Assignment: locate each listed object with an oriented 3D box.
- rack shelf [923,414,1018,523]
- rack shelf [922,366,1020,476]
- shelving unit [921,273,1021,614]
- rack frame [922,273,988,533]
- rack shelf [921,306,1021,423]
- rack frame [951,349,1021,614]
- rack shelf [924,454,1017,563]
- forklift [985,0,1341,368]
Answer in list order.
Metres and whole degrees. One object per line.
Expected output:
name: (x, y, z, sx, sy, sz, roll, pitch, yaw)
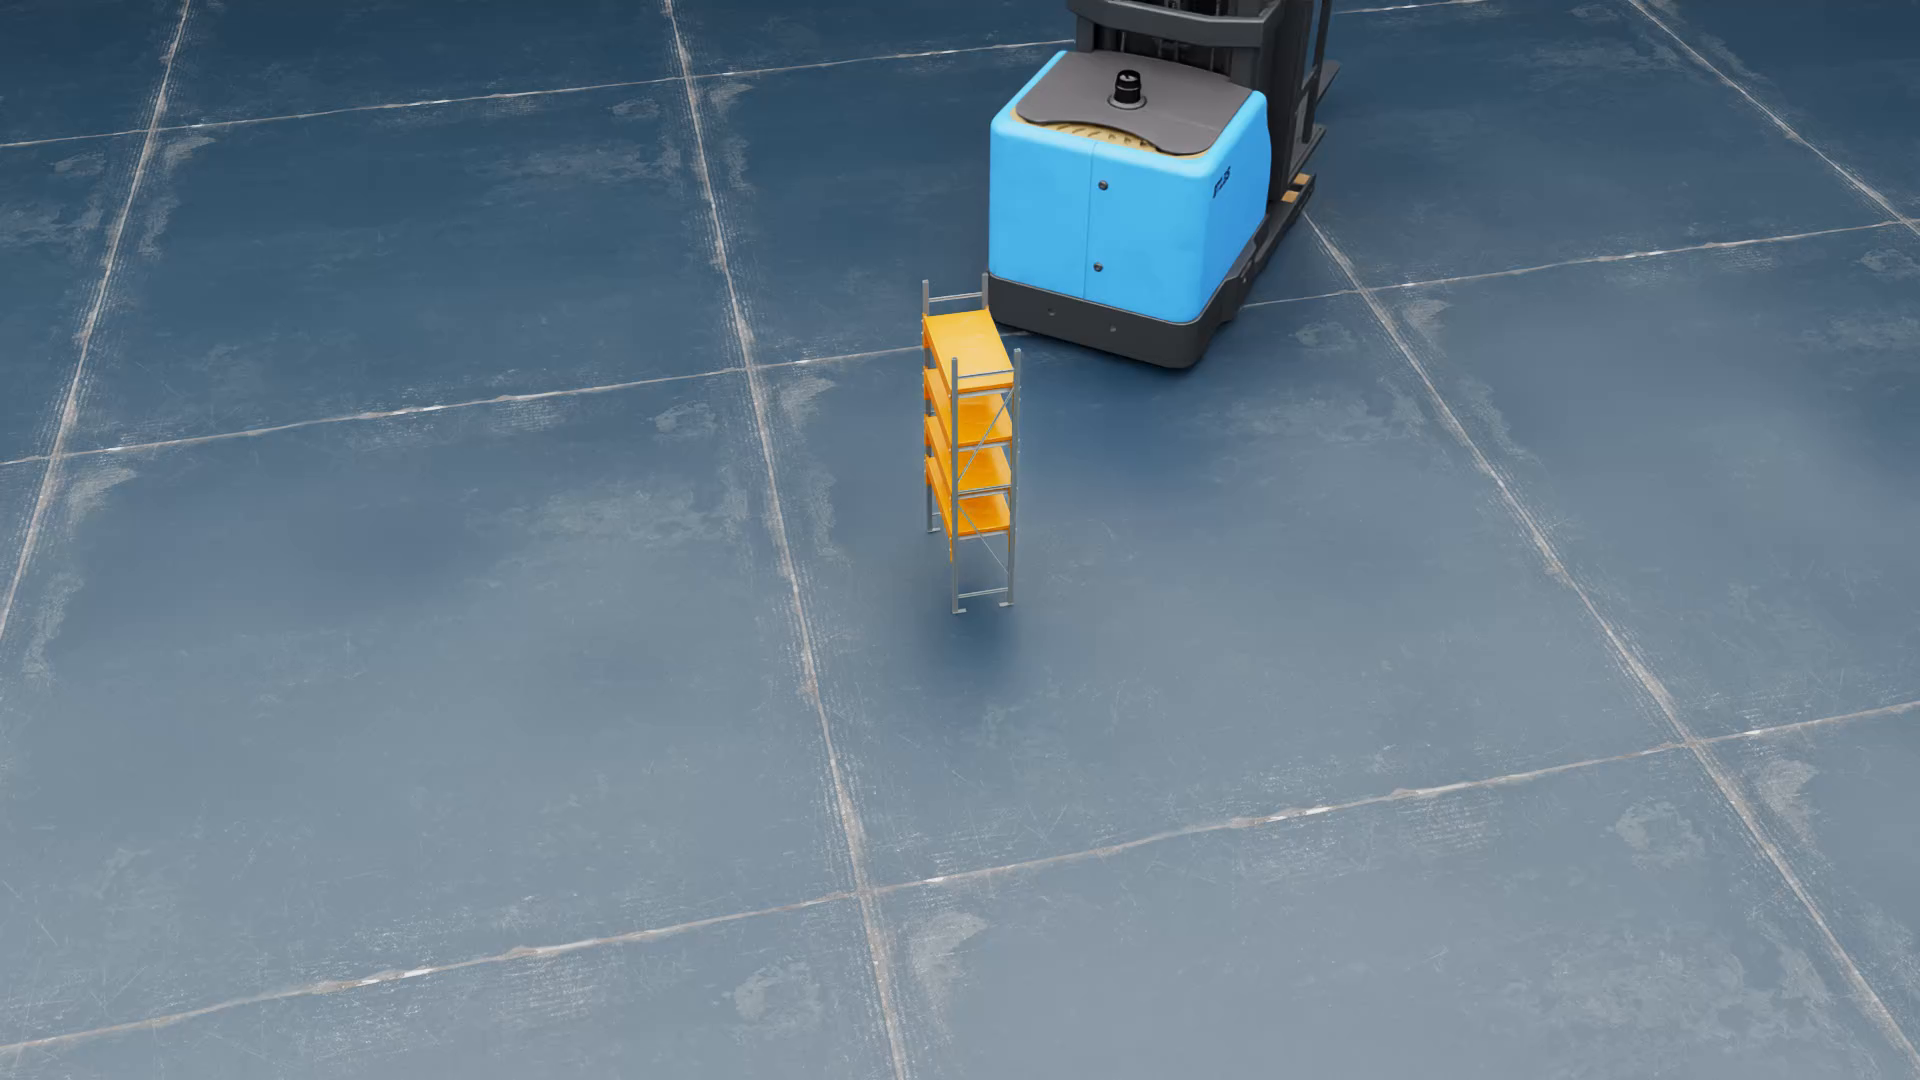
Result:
rack shelf: (0.036, -0.291, 6.275, 0.258, 0.148, 0.480, -8, 42, -9)
rack shelf: (0.036, -0.458, 6.127, 0.258, 0.148, 0.480, -8, 42, -9)
shelving unit: (0.036, -0.341, 6.231, 0.258, 1.200, 0.503, -8, 42, -9)
rack frame: (-0.017, -0.500, 6.409, 0.240, 1.200, 0.015, -8, 42, -9)
rack shelf: (0.036, -0.635, 5.970, 0.258, 0.148, 0.480, -8, 42, -9)
rack frame: (0.088, -0.183, 6.053, 0.240, 1.200, 0.015, -8, 42, -9)
rack shelf: (0.036, -0.143, 6.407, 0.258, 0.148, 0.480, -8, 42, -9)
forklift: (1.210, -2.850, 7.752, 1.130, 2.935, 3.031, 18, 45, 19)
